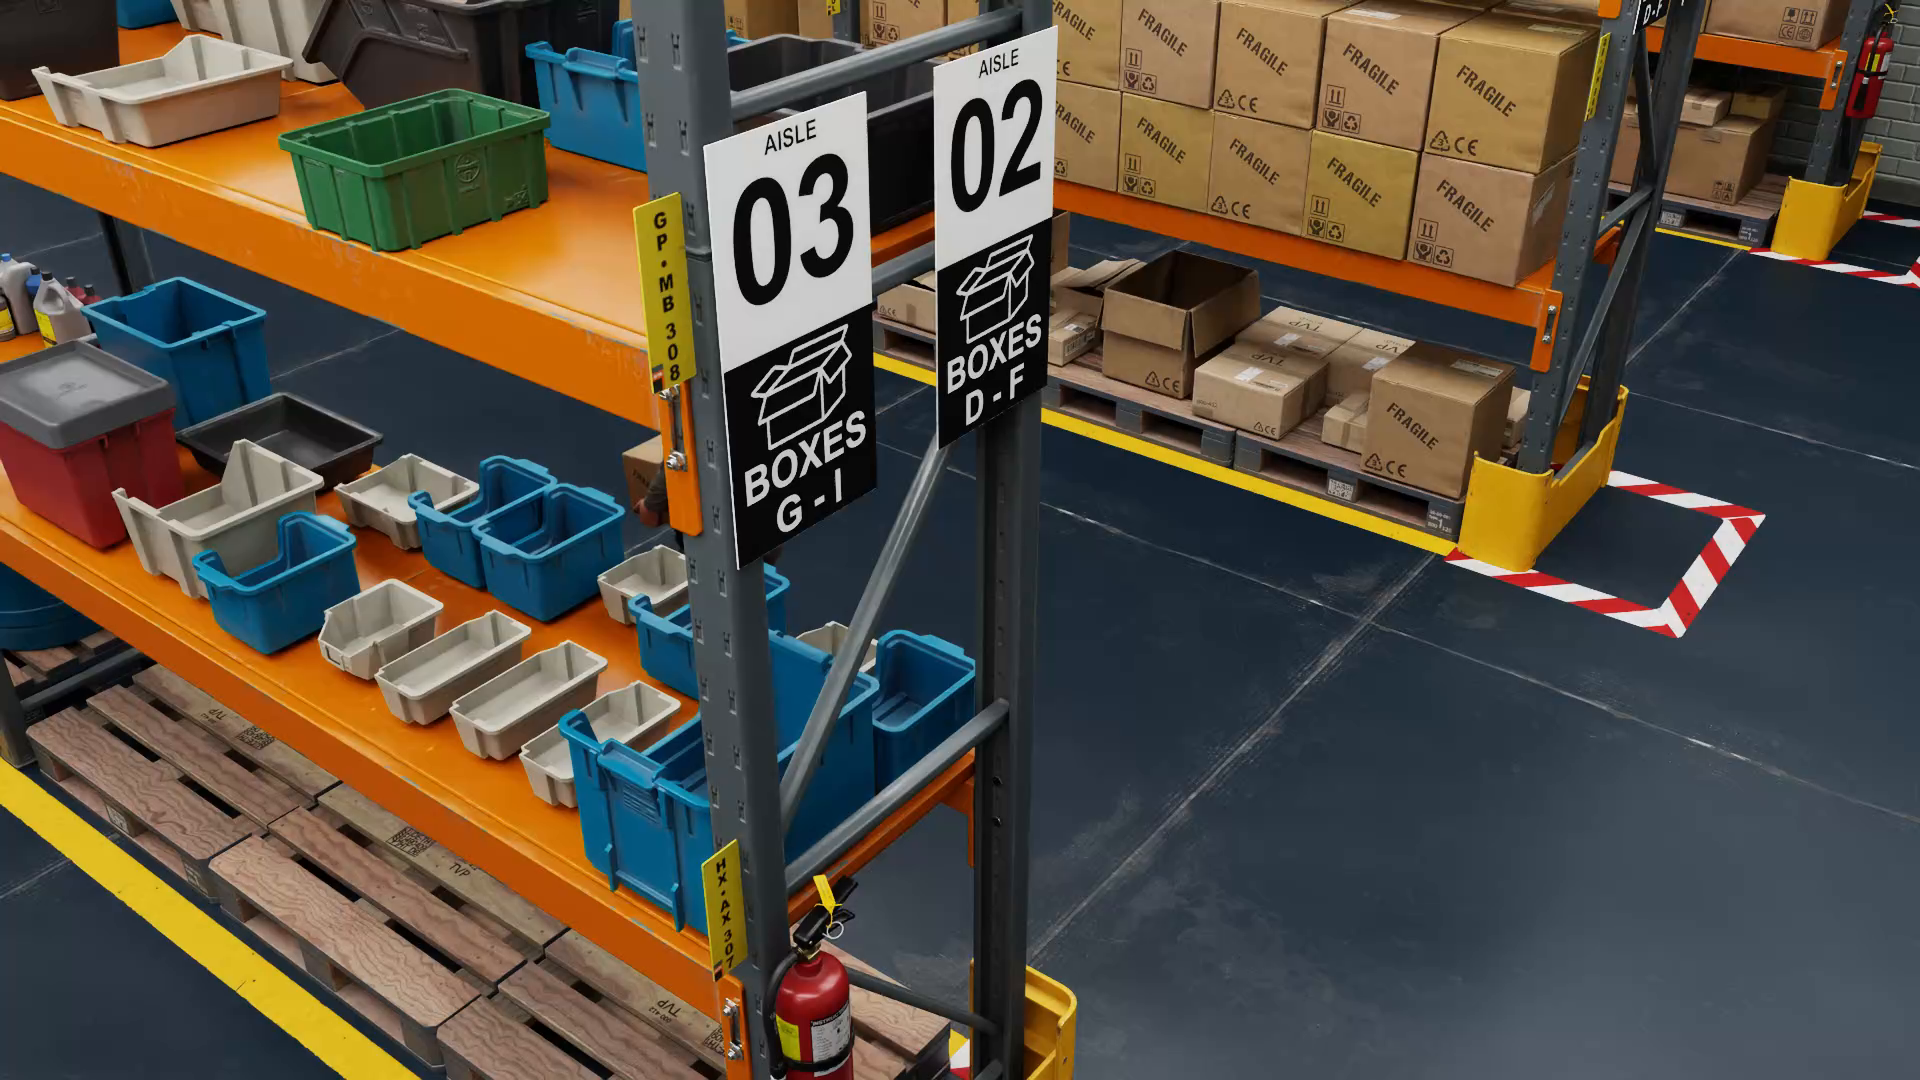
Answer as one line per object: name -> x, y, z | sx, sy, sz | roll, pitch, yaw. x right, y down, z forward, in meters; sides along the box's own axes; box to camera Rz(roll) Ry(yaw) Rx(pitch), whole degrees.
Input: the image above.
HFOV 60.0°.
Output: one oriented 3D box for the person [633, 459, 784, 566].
person -> -0.933, -0.024, 6.207 | 0.551, 1.711, 0.494 | 21, 37, 31
